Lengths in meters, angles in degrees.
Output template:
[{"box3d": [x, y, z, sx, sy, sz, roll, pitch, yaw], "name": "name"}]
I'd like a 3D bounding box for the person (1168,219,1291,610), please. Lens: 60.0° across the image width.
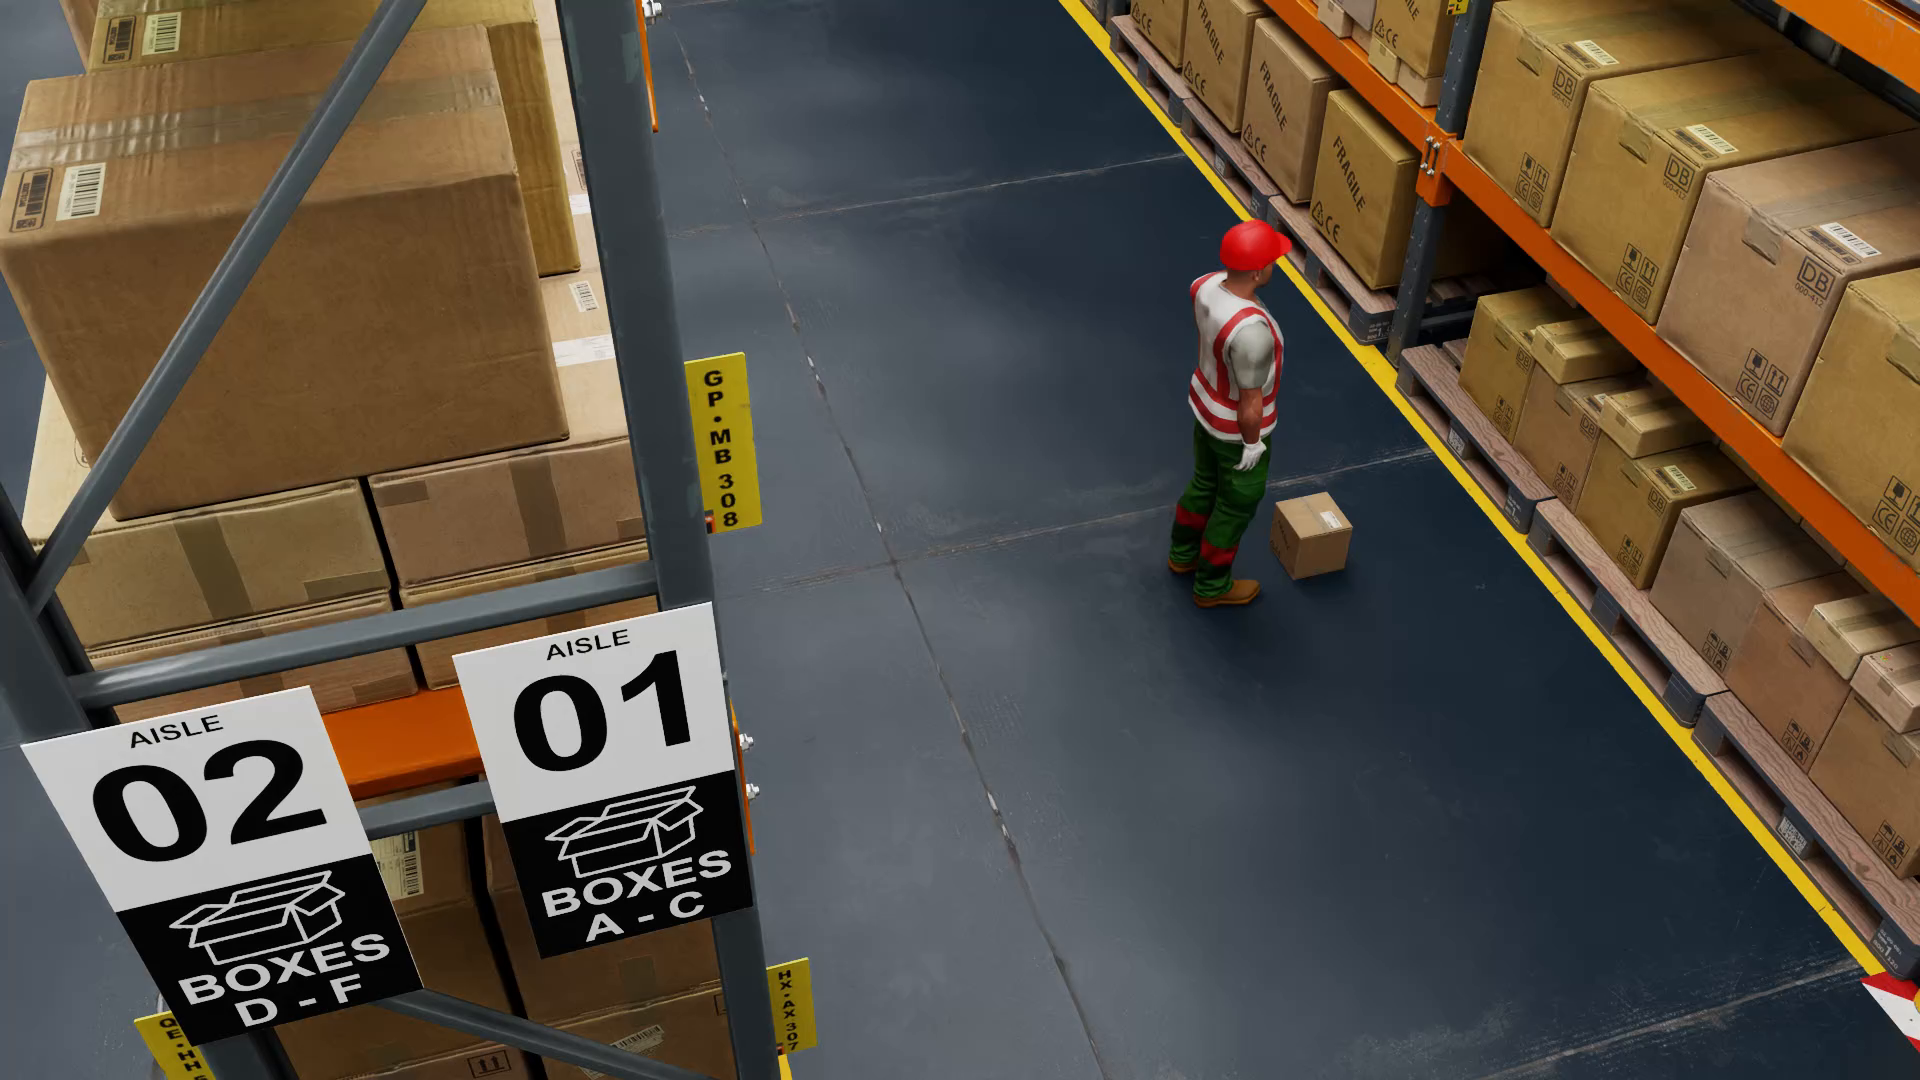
[{"box3d": [1.093, -0.495, 6.707, 0.346, 1.799, 0.525, -11, 43, -12], "name": "person"}]
